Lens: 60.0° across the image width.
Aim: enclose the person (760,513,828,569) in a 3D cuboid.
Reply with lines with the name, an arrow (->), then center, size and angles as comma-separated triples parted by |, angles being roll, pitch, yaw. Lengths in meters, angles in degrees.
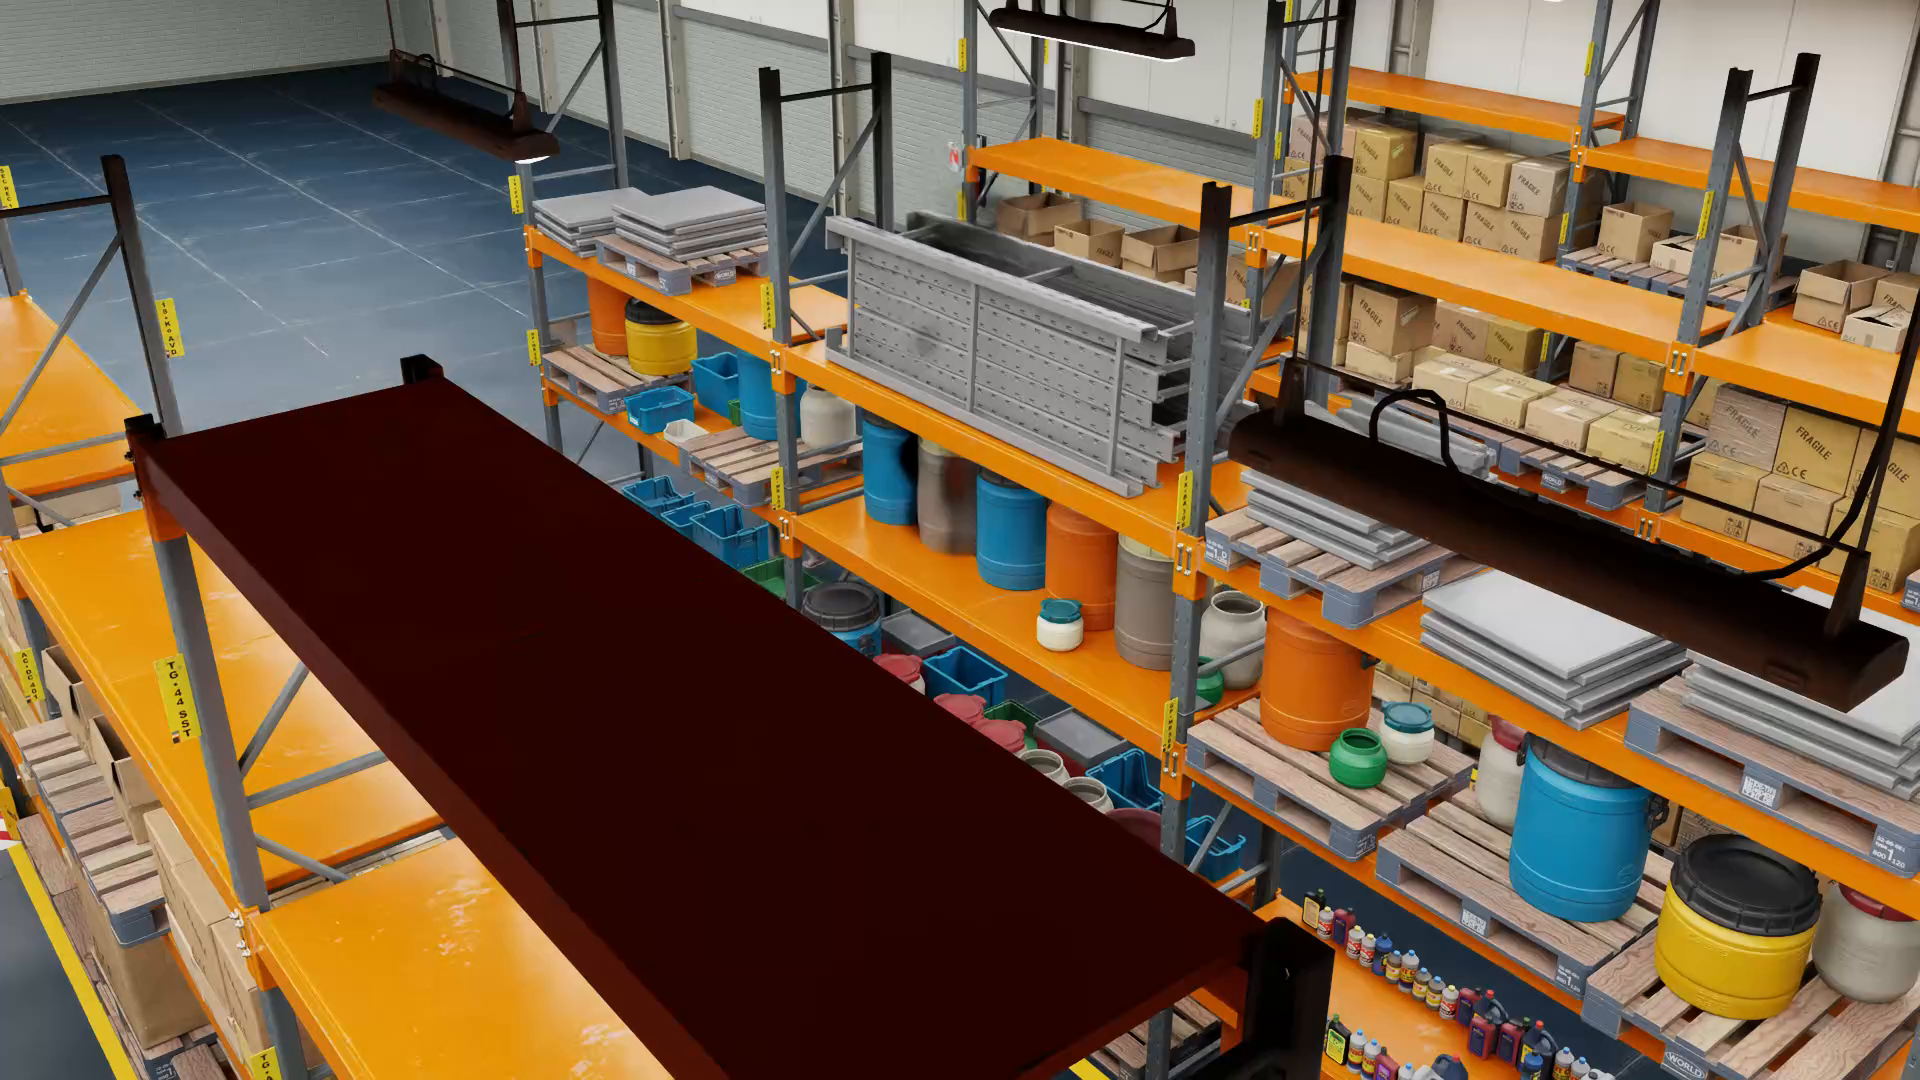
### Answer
person -> -1.838, -0.364, 17.297 | 0.835, 1.609, 0.507 | -1, 26, -1
